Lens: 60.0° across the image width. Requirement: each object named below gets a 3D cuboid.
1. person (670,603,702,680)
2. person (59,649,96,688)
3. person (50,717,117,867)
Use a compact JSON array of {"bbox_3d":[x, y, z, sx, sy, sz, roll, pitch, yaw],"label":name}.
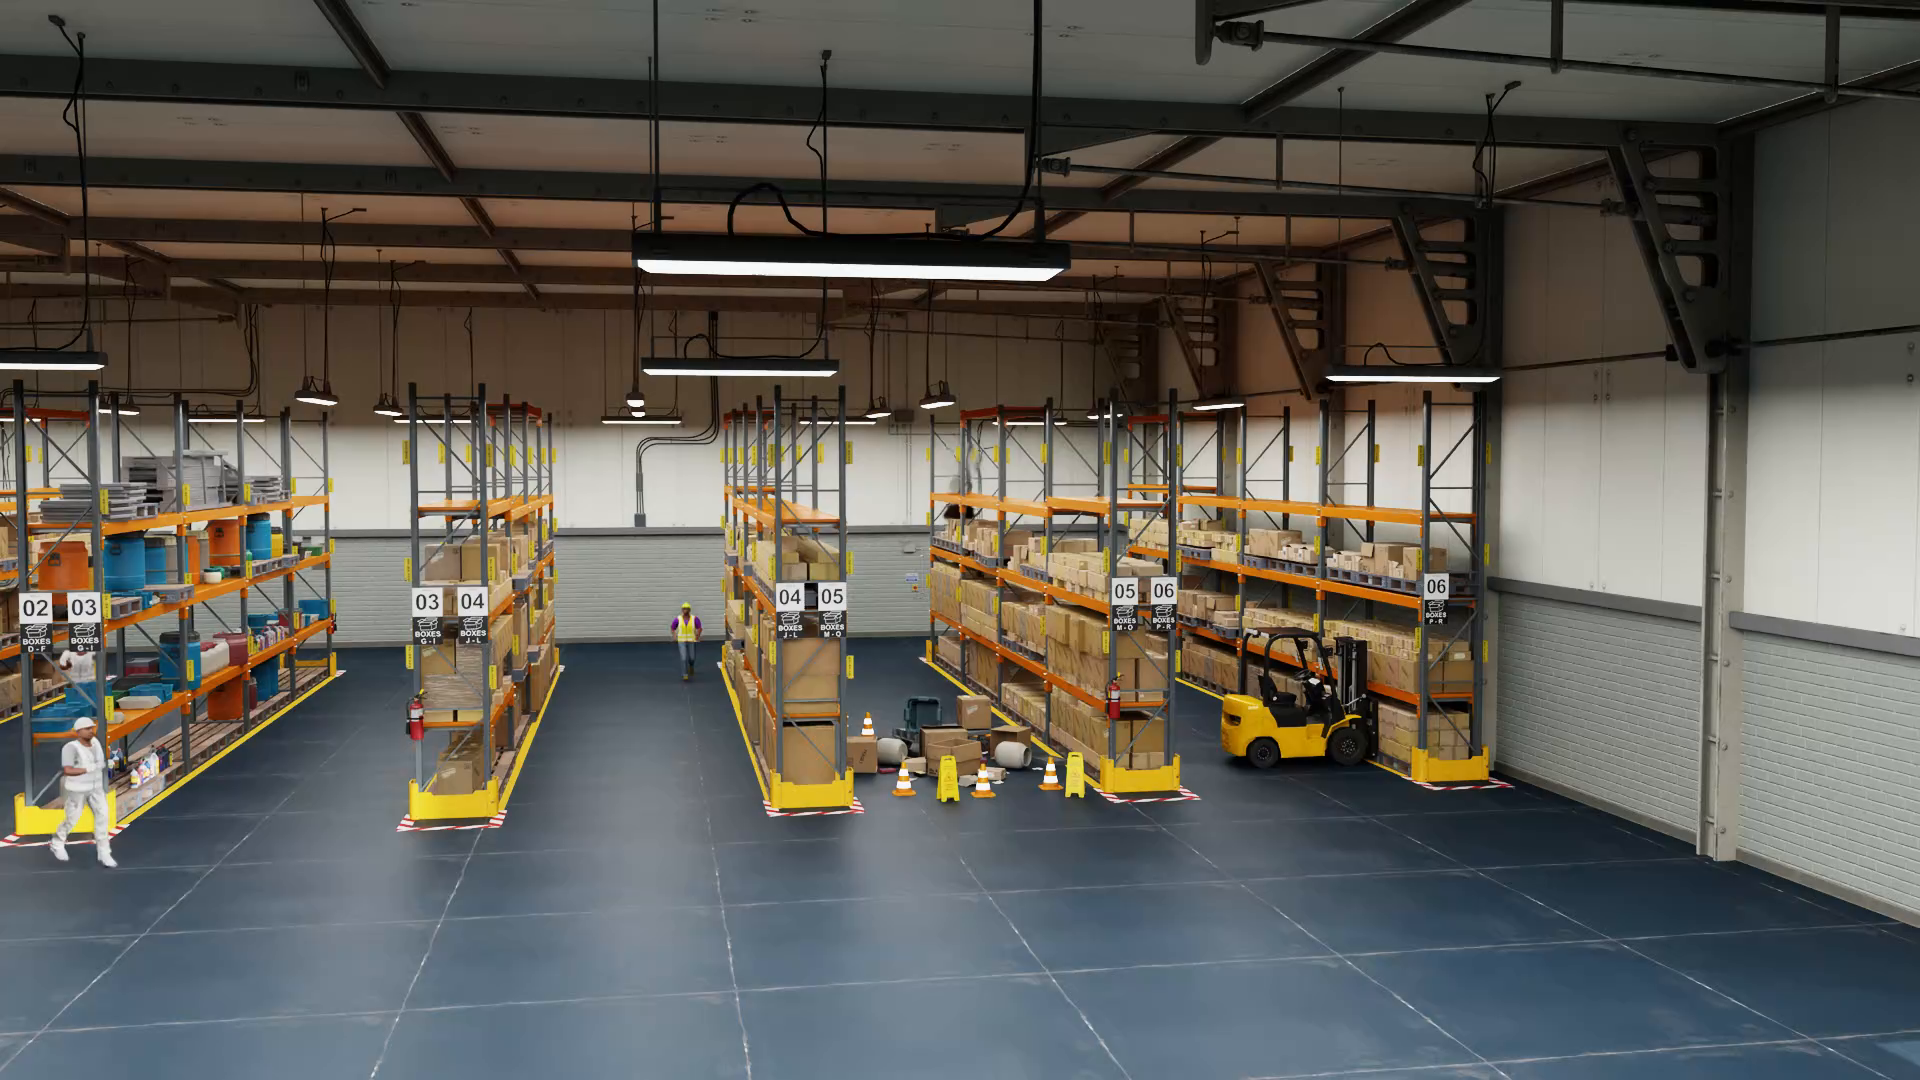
[{"bbox_3d":[-6.108,2.263,37.101,0.697,1.717,0.598,-1,3,-11],"label":"person"},{"bbox_3d":[-16.063,2.604,30.432,0.685,1.779,0.947,-1,3,-16],"label":"person"},{"bbox_3d":[-10.697,3.057,20.267,0.929,1.812,0.672,1,3,21],"label":"person"}]
